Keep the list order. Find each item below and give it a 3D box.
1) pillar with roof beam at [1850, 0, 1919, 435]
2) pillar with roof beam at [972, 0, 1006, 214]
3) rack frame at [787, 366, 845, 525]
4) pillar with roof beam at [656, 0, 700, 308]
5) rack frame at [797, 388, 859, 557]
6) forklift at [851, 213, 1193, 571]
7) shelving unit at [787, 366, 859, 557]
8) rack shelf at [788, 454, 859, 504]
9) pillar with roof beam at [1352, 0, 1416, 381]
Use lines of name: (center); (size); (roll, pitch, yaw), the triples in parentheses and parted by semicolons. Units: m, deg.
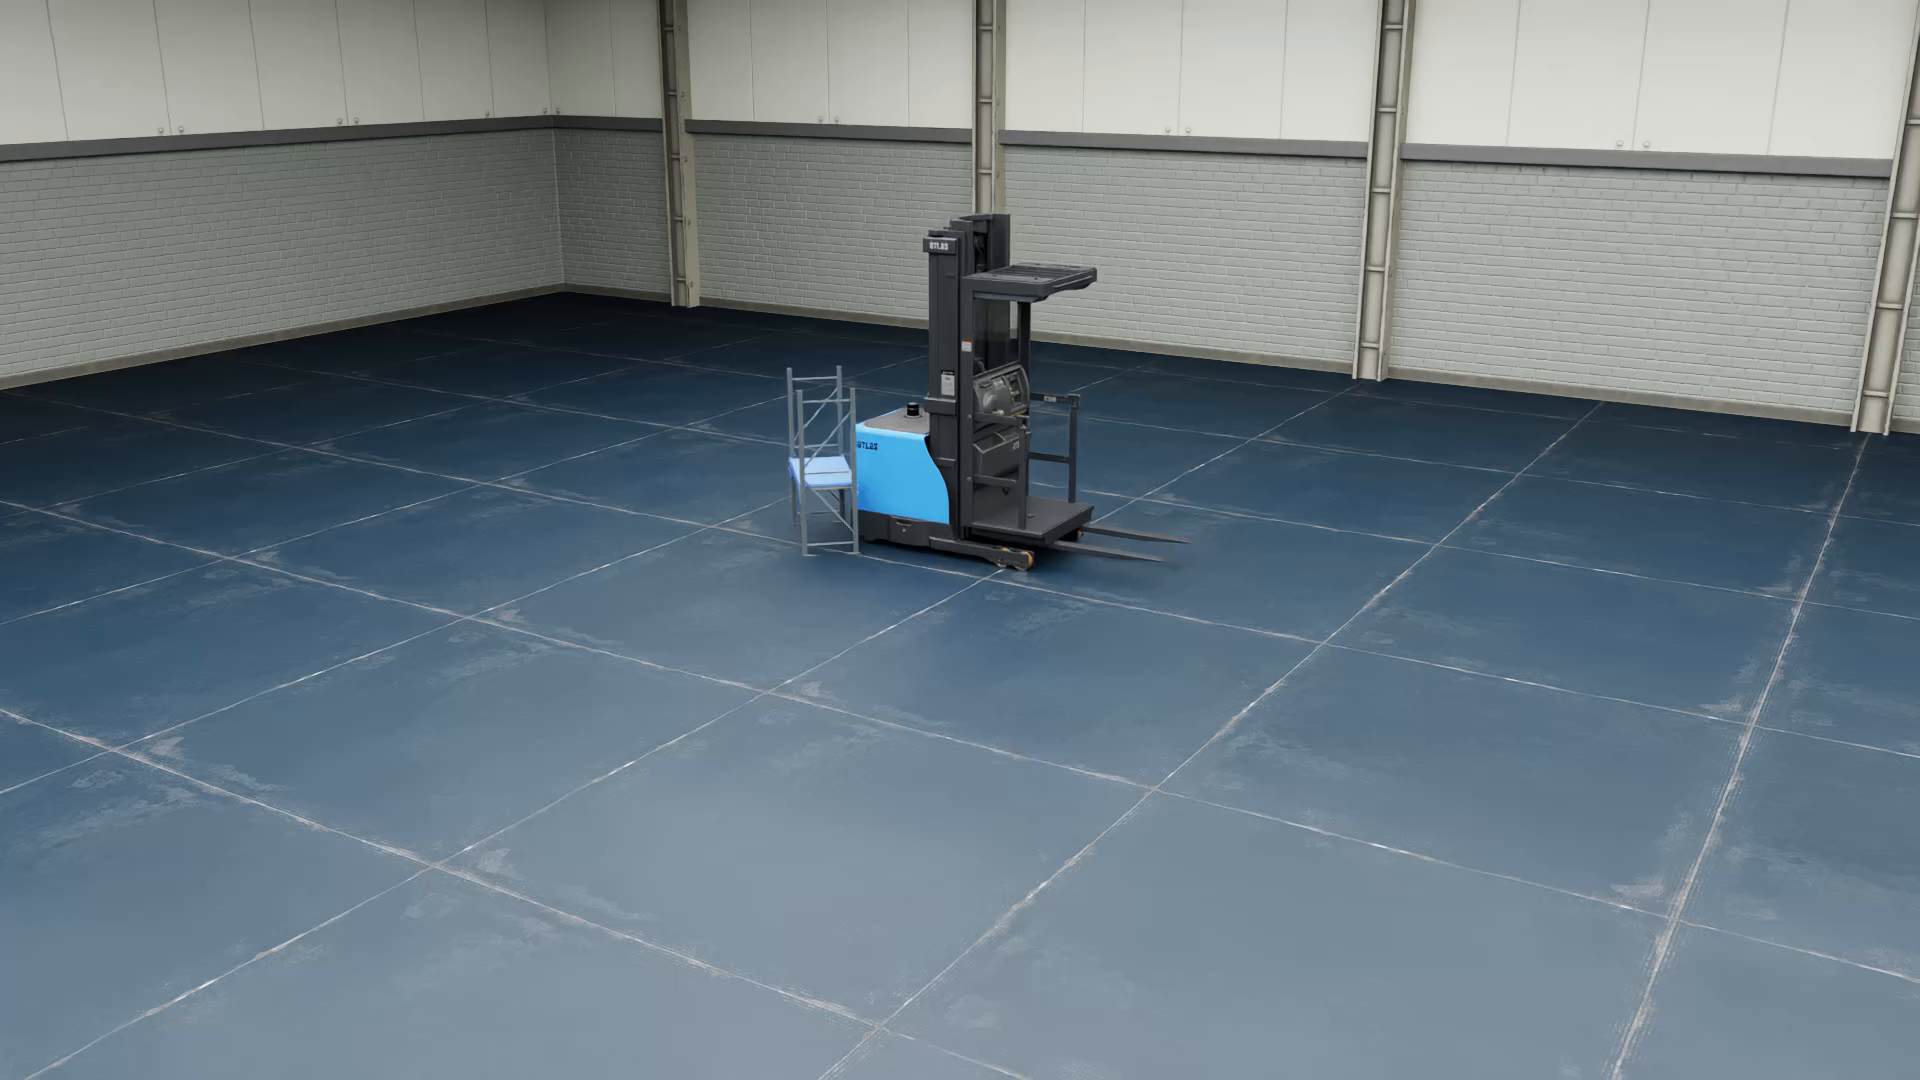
pillar with roof beam: (8.396, -4.517, 14.638); (0.400, 9.000, 9.100); (10, 20, 30)
pillar with roof beam: (-1.829, -6.343, 20.647); (0.400, 9.000, 9.100); (10, 20, 30)
rack frame: (-1.343, -0.876, 15.551); (0.500, 1.500, 0.032); (-3, 17, -10)
pillar with roof beam: (-6.942, -7.255, 23.652); (0.400, 9.000, 9.100); (10, 20, 30)
rack frame: (-1.156, -0.586, 14.595); (0.500, 1.500, 0.032); (-3, 17, -10)
forklift: (0.545, -1.313, 14.530); (3.031, 2.935, 1.130); (9, 19, 28)
shelving unit: (-1.250, -0.731, 15.073); (0.538, 1.500, 1.048); (-3, 17, -10)
rack shelf: (-1.249, -0.559, 15.126); (0.538, 0.185, 1.000); (-3, 17, -10)
pillar with roof beam: (3.284, -5.430, 17.643); (0.400, 9.000, 9.100); (10, 20, 30)
